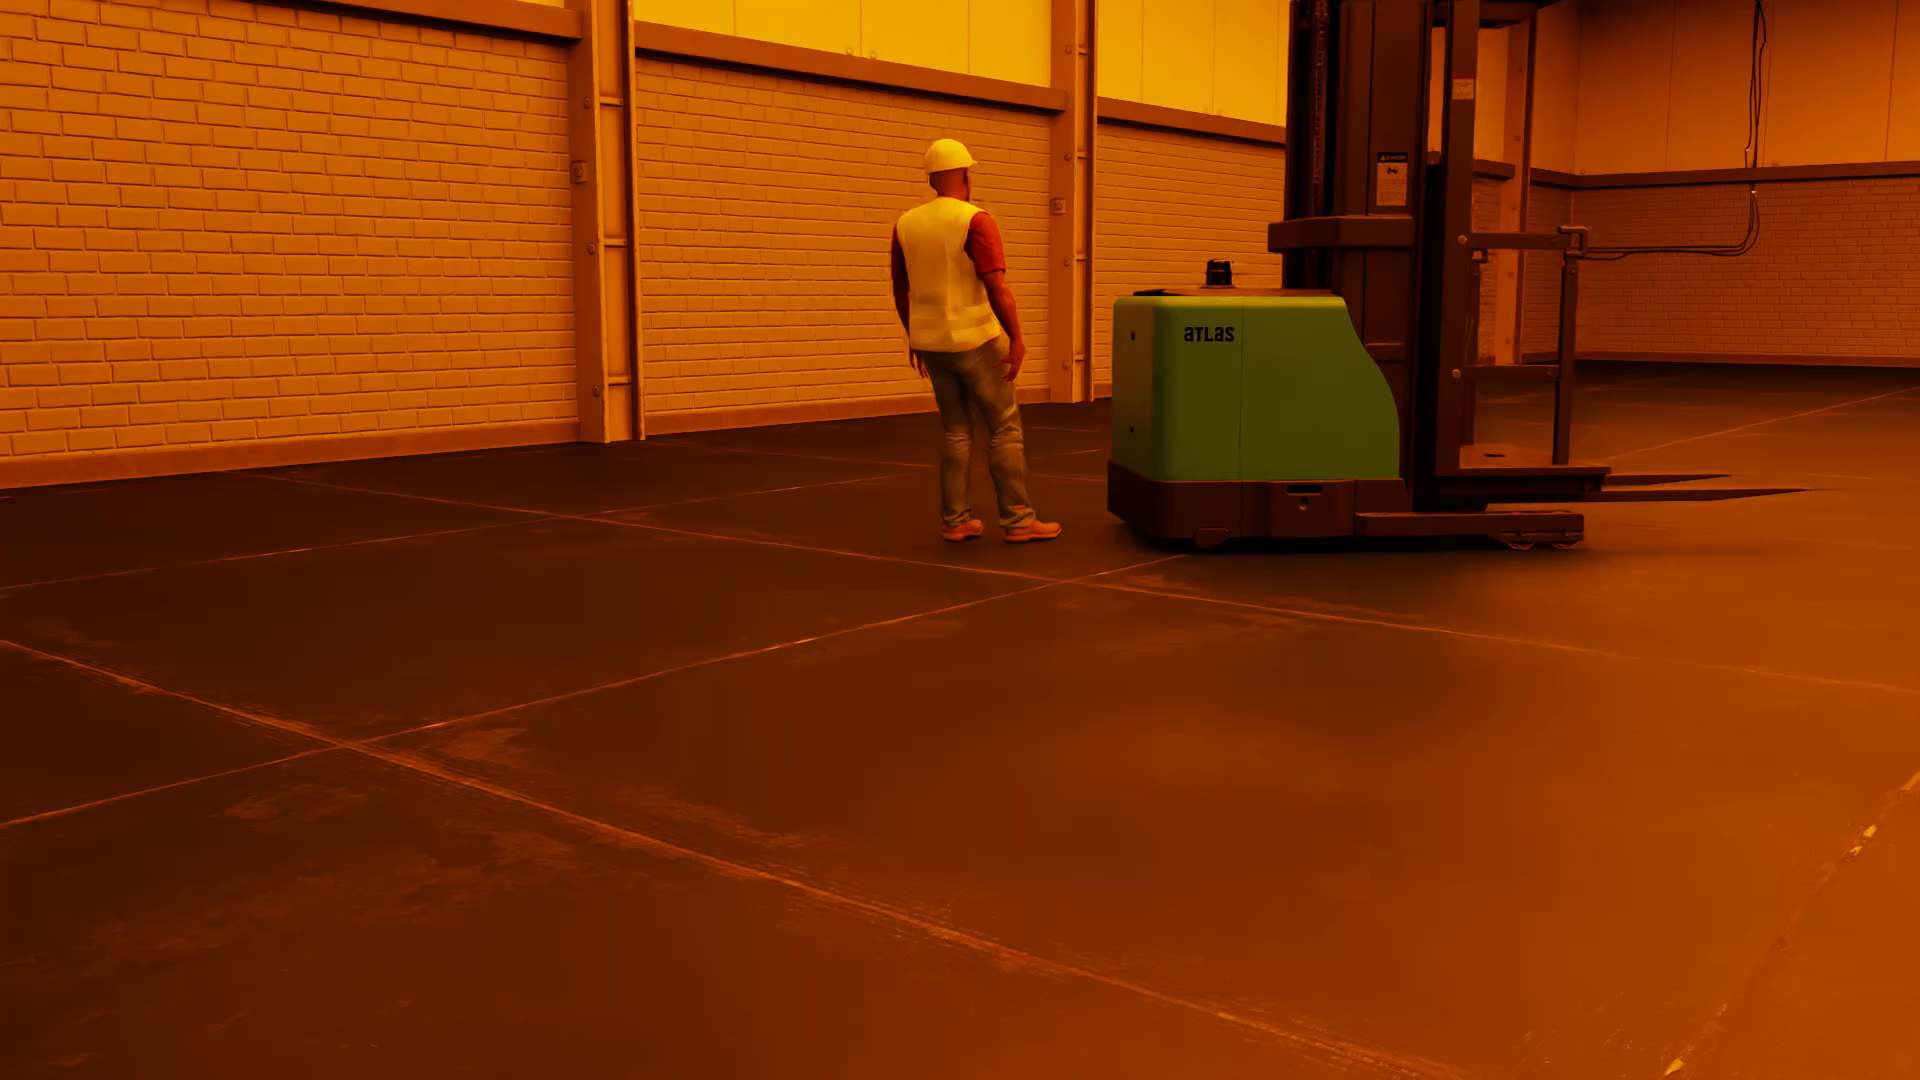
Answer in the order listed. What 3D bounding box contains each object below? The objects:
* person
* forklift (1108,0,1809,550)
[{"bbox_3d":[0.047,-0.878,7.383,0.689,1.753,0.573,7,11,41],"label":"person"},{"bbox_3d":[2.250,-1.482,7.407,3.031,2.935,1.130,-1,8,-6],"label":"forklift"}]
